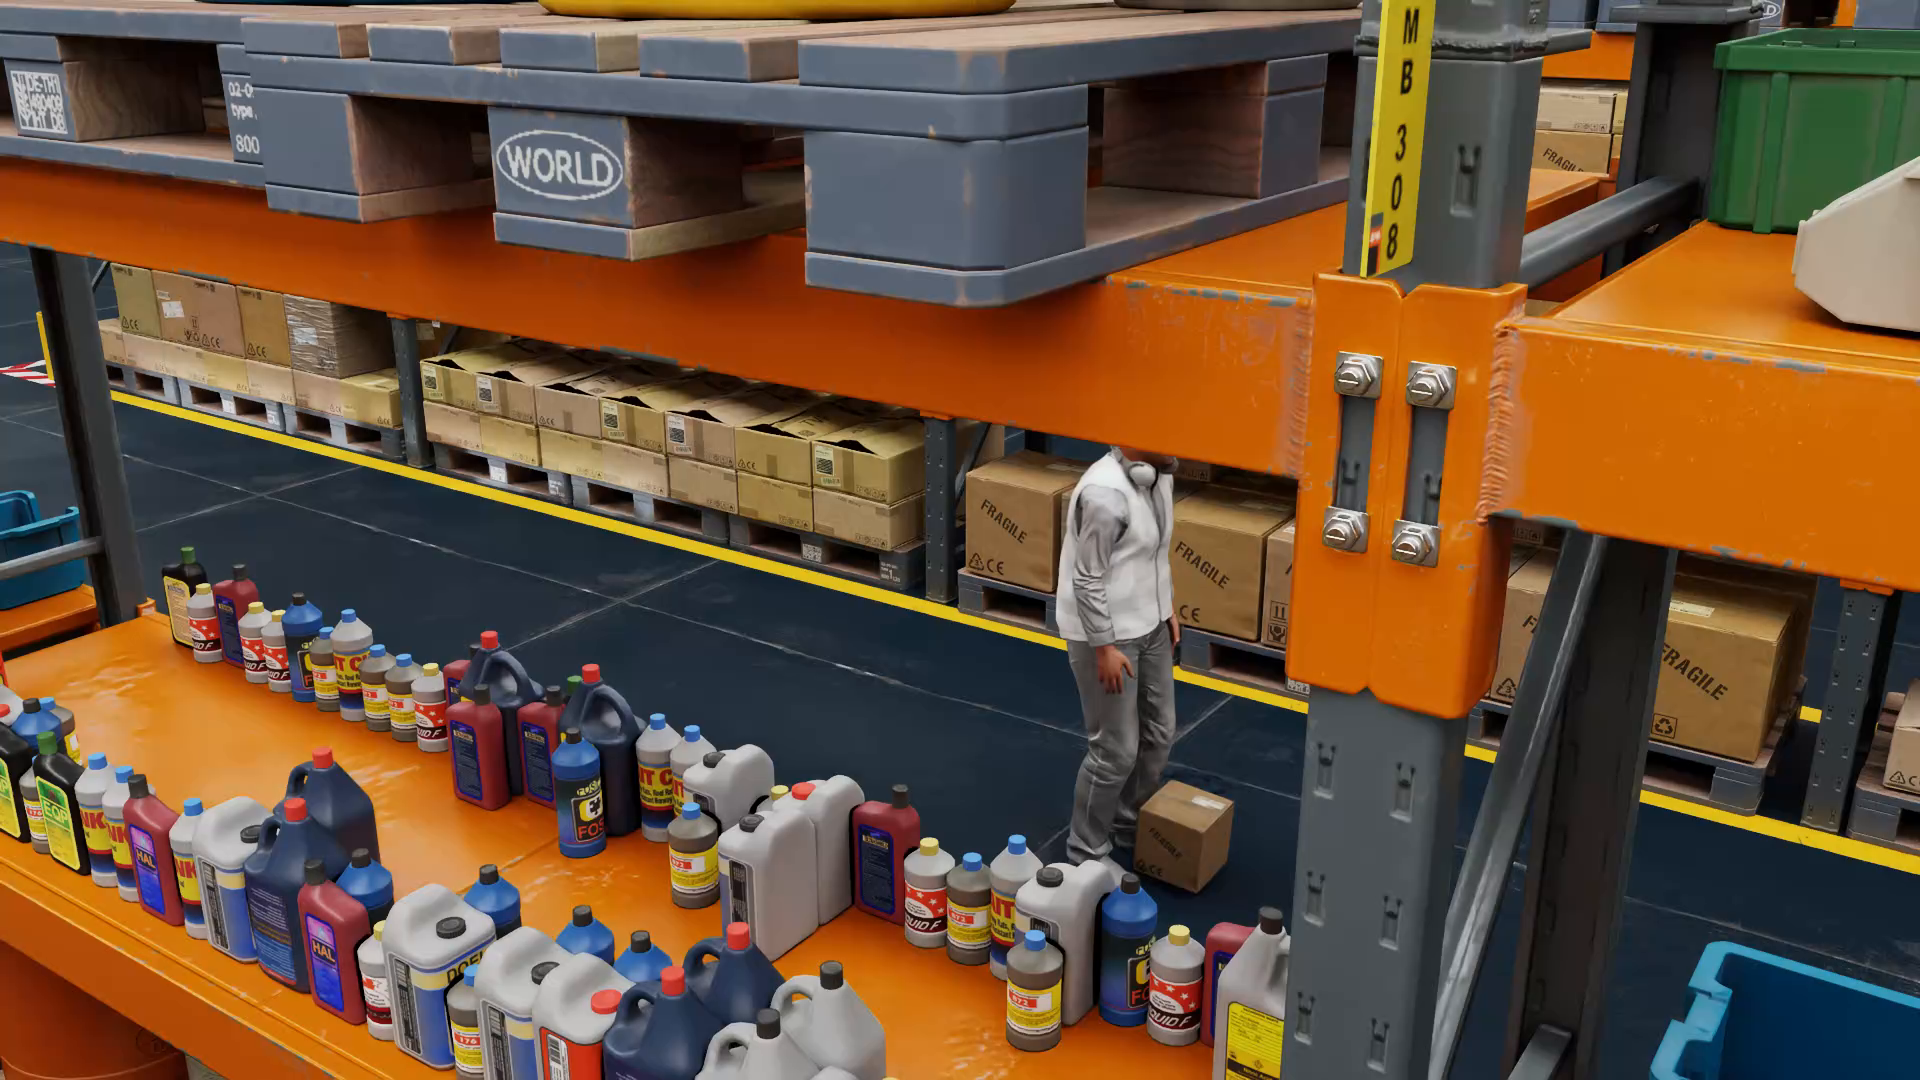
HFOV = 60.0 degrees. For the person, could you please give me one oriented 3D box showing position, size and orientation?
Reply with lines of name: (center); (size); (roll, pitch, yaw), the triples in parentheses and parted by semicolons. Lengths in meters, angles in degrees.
person: (0.576, 0.301, 5.688); (0.474, 1.772, 0.569); (12, 23, 30)
